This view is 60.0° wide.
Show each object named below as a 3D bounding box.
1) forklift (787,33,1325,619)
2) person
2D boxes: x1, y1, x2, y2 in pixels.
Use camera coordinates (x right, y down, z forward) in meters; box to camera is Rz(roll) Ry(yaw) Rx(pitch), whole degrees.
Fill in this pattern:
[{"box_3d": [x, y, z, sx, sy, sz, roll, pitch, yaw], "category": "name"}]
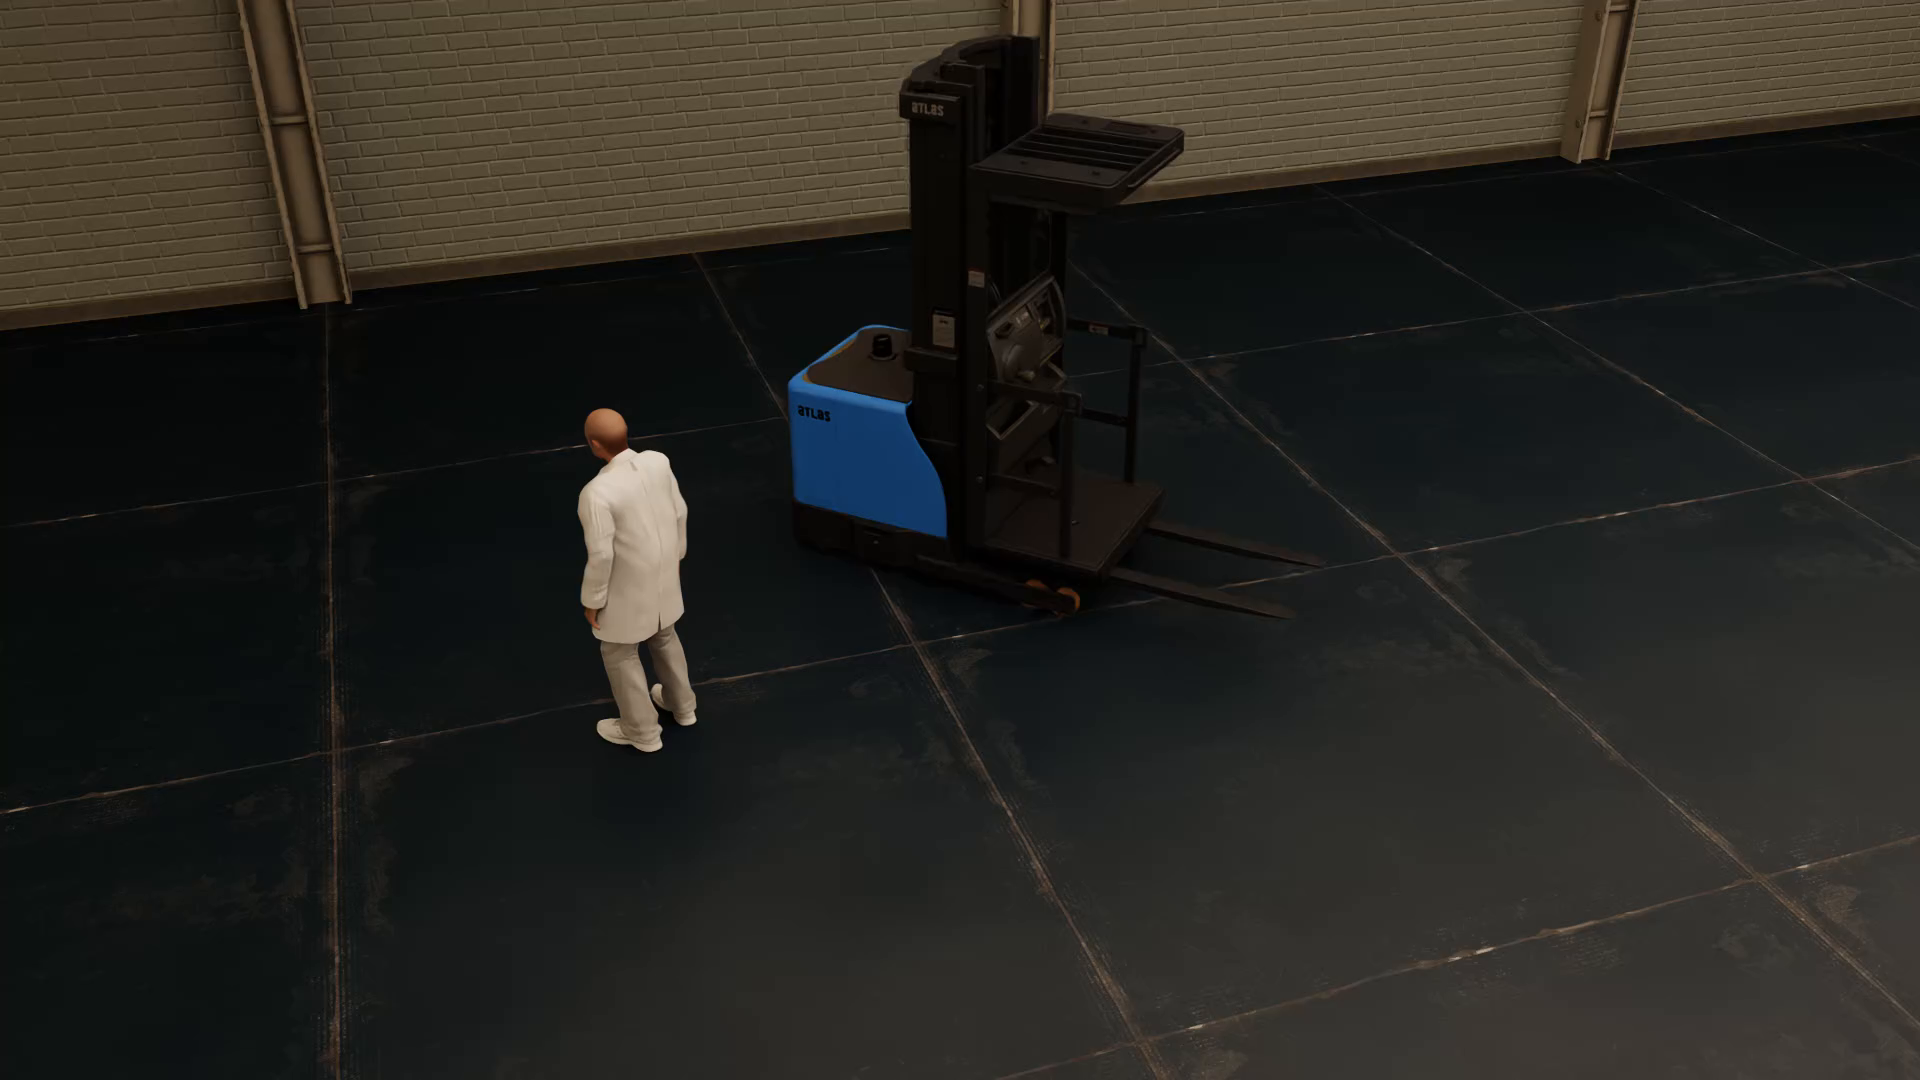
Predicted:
[{"box_3d": [0.552, -1.140, 9.067, 3.031, 2.935, 1.130, 14, 33, 22], "category": "forklift"}, {"box_3d": [-1.553, 0.189, 7.920, 0.430, 1.772, 0.647, 20, 35, 31], "category": "person"}]
